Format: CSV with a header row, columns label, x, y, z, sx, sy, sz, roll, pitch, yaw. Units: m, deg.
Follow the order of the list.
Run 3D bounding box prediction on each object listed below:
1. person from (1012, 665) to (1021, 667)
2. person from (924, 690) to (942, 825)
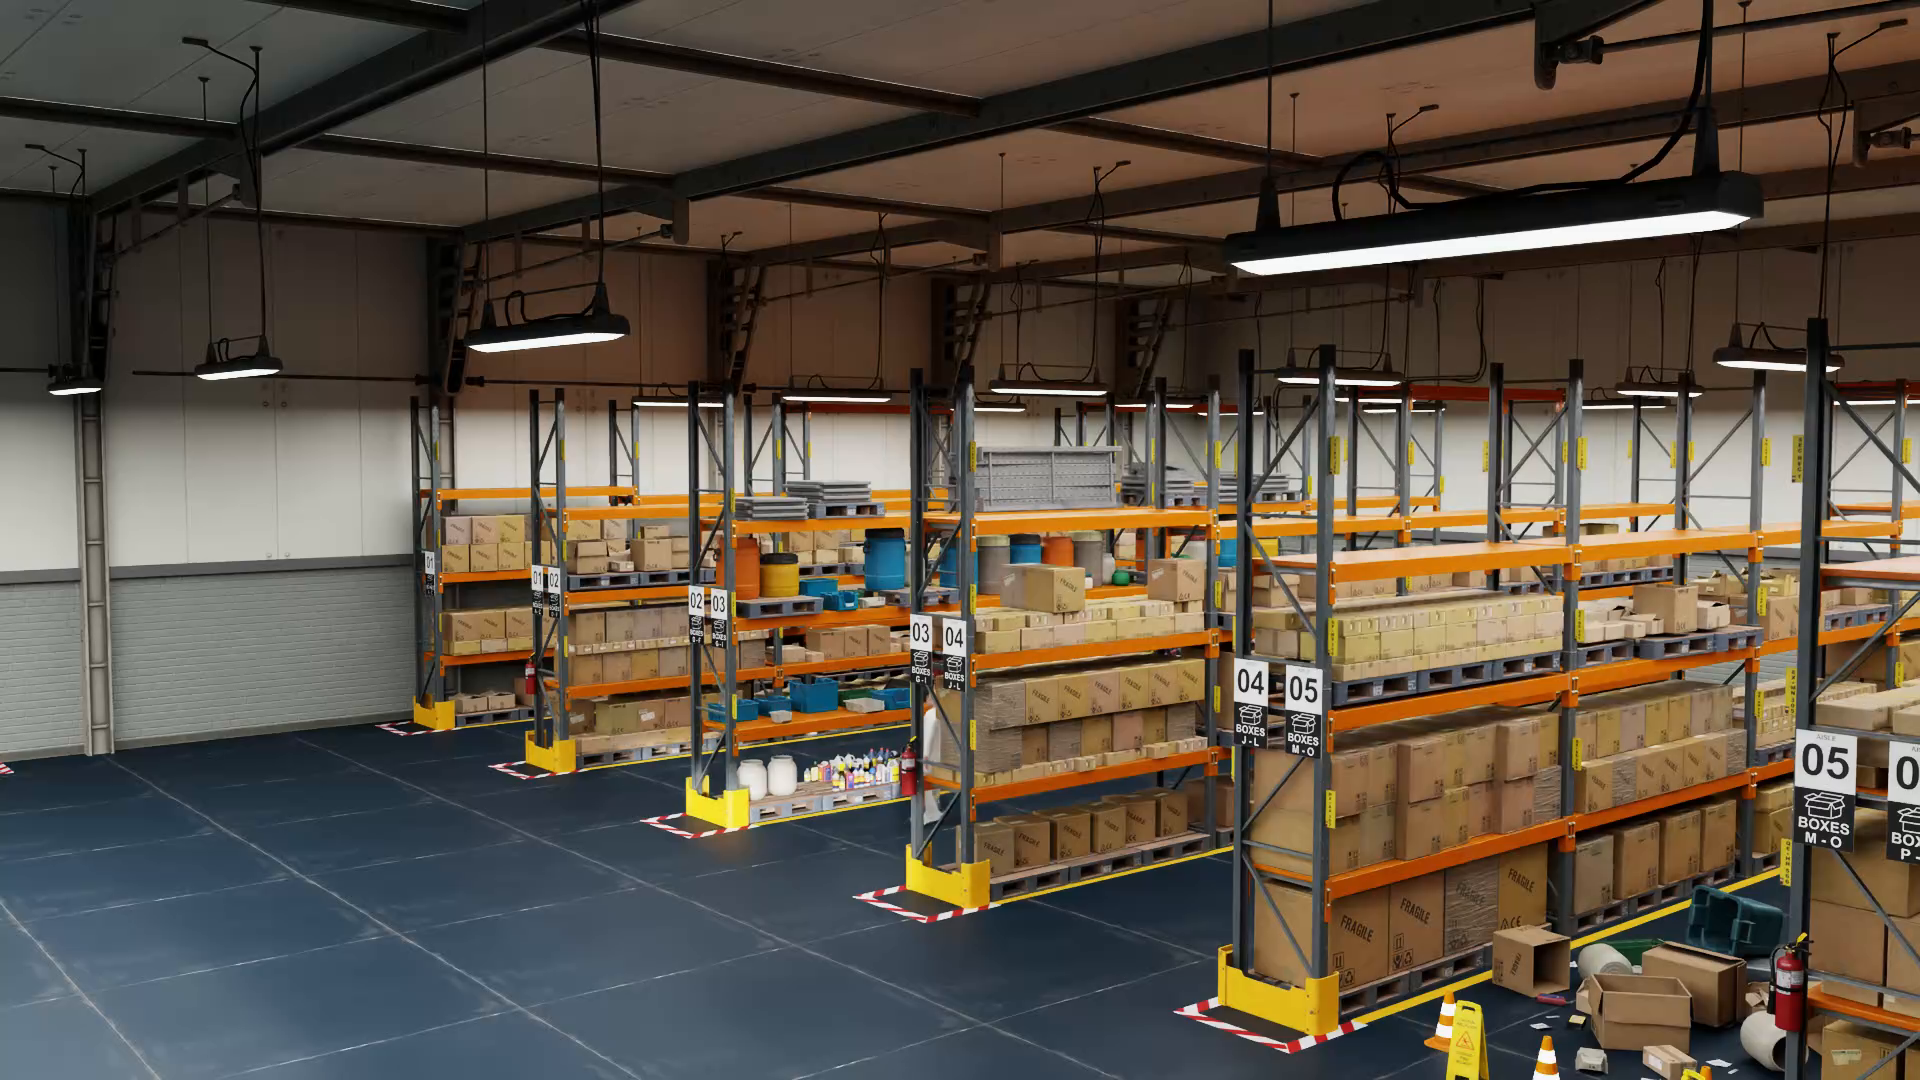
label,x,y,z,sx,sy,sz,roll,pitch,yaw
person,1.048,2.677,28.156,0.590,1.778,0.551,1,3,13
person,-0.418,2.946,22.614,0.446,1.814,0.642,1,4,19
